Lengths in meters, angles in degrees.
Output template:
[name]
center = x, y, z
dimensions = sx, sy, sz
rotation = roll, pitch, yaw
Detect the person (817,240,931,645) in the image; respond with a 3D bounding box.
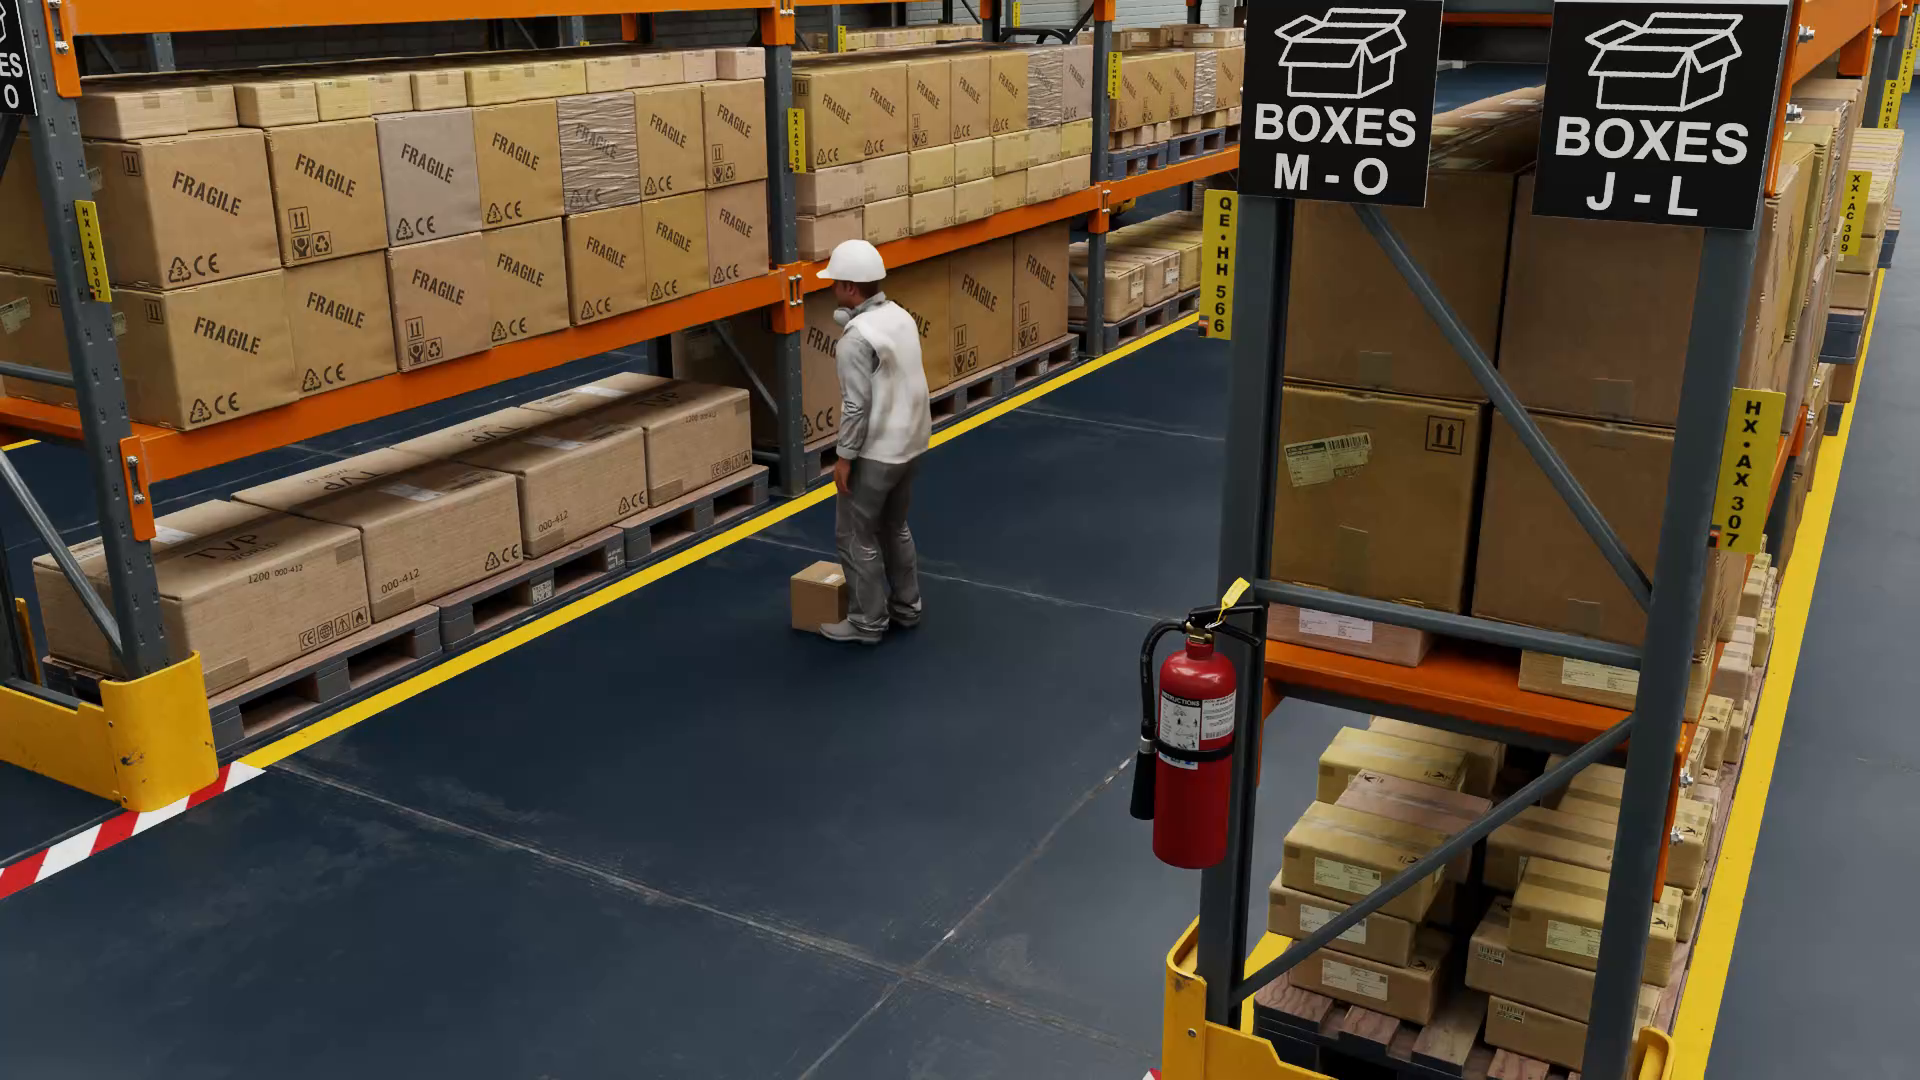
[person]
center = -0.372, -0.409, 7.196
dimensions = 0.475, 1.771, 0.593
rotation = 9, 21, 24
